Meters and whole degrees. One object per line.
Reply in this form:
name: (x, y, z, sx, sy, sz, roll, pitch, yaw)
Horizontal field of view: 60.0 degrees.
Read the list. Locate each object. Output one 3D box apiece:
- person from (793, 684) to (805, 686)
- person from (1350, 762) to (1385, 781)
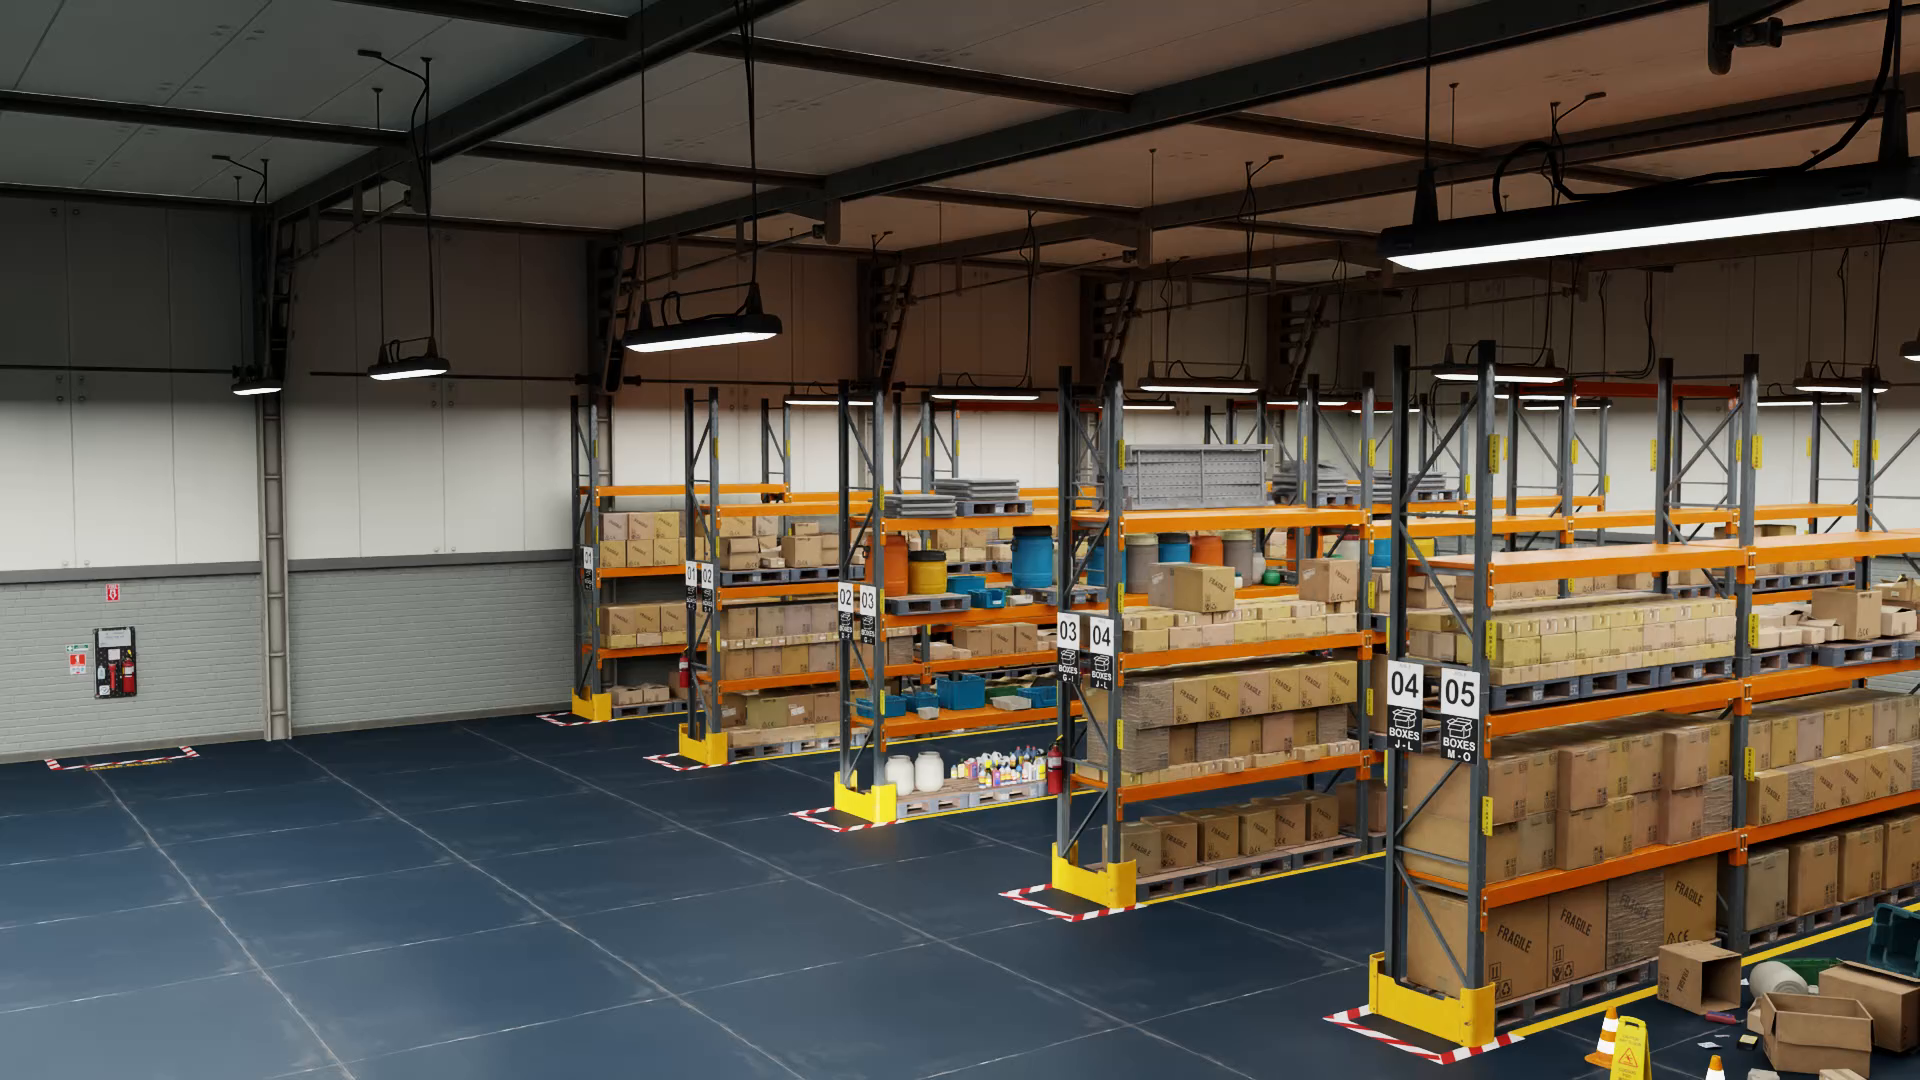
person: (-3.003, 2.585, 29.682, 0.933, 1.550, 0.449, -1, 4, -22)
person: (6.139, 2.797, 25.003, 0.717, 1.732, 0.630, -1, 4, -15)
